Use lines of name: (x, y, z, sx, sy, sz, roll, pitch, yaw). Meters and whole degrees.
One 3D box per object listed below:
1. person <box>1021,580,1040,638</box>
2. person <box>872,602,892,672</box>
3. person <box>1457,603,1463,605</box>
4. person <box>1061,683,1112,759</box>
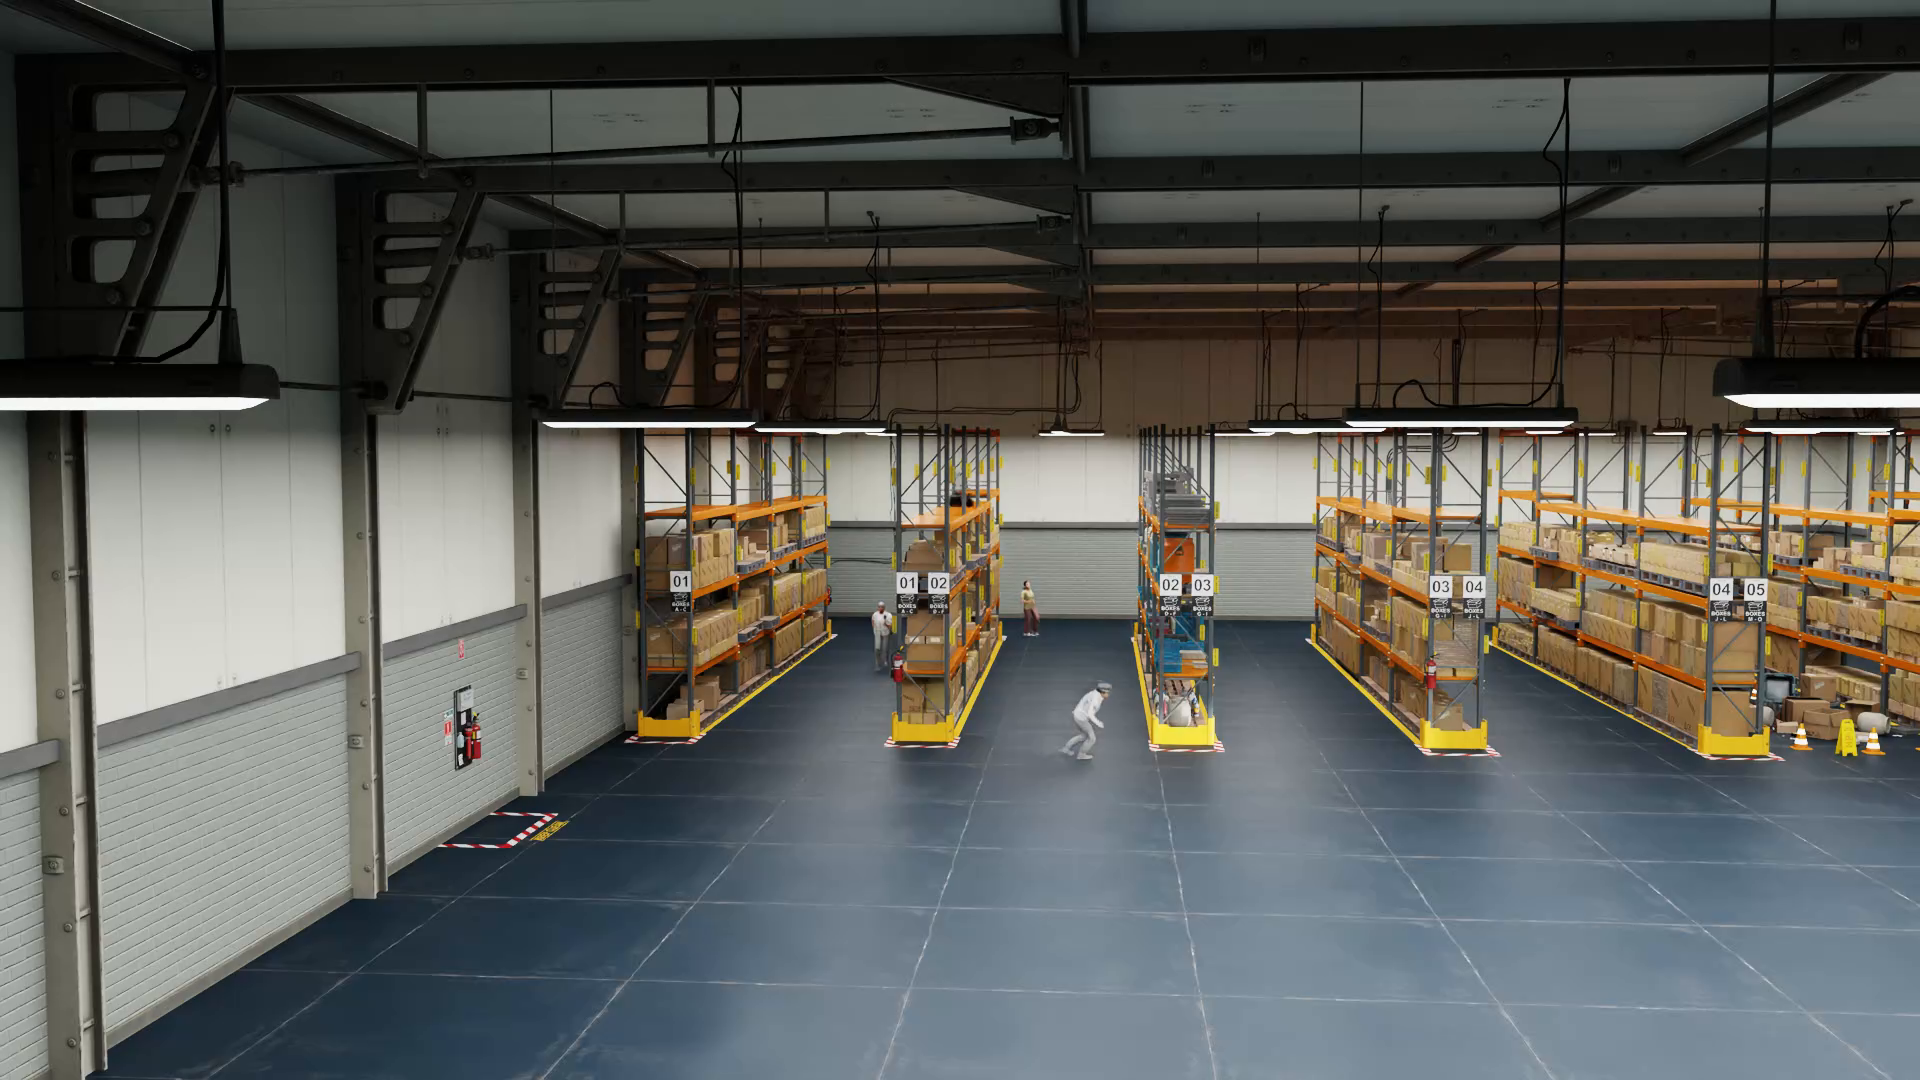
person: (1.965, 1.991, 47.927, 0.591, 1.669, 0.634, -3, 4, -38)
person: (-1.923, 2.382, 41.202, 0.603, 1.706, 0.737, 0, 4, 7)
person: (14.014, 2.079, 46.994, 0.658, 1.571, 0.832, 2, 4, 25)
person: (2.246, 3.225, 29.574, 0.922, 1.402, 0.605, 1, 4, 9)
